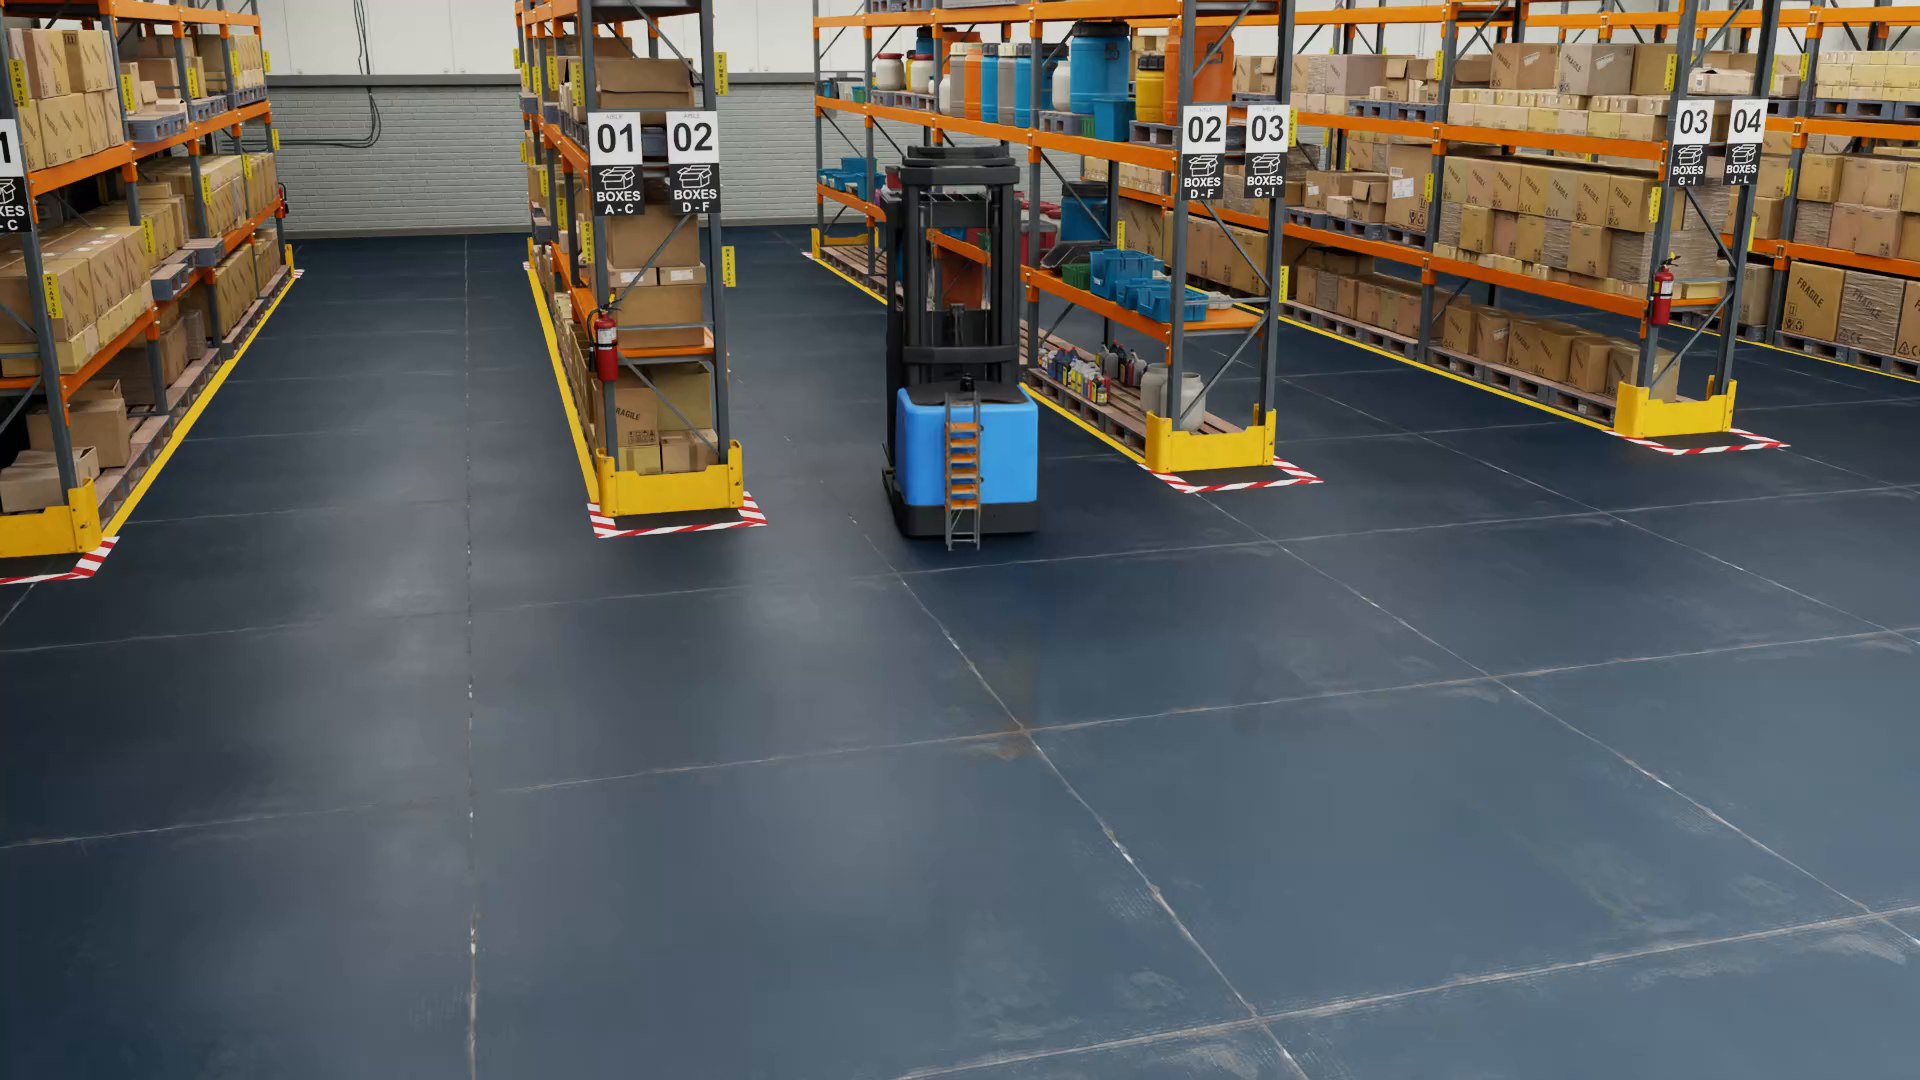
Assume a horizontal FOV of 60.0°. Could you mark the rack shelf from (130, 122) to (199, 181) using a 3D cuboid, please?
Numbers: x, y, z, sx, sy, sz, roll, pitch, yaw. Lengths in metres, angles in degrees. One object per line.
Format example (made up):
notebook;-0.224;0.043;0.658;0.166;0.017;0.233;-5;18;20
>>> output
rack shelf;-8.821;-4.081;17.359;1.077;0.370;4.000;-5;17;-15

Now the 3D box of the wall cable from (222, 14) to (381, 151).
wall cable;-12.780;-8.733;31.781;3.097;2.526;0.112;-5;17;-15

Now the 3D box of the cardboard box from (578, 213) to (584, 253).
cardboard box;-4.132;-3.519;19.281;0.500;0.500;0.500;-6;18;-18

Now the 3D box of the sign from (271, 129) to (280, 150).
sign;-11.044;-6.462;26.825;0.100;0.325;0.005;-5;17;-15

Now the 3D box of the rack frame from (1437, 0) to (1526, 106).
rack frame;6.016;-6.483;18.893;1.000;3.000;0.127;-5;17;-15

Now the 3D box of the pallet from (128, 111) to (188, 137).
pallet;-8.627;-4.248;16.992;1.213;0.211;1.003;-5;17;-15

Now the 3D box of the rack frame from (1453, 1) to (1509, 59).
rack frame;8.614;-9.060;27.473;1.000;3.000;0.127;-5;17;-15

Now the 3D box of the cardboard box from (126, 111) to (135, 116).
cardboard box;-8.514;-4.358;16.458;0.500;0.311;0.500;-4;17;-14

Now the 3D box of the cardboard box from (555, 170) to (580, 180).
cardboard box;-5.163;-4.806;22.834;0.700;0.500;0.500;-10;19;-29

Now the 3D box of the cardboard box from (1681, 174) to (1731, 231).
cardboard box;7.226;-3.347;16.450;0.500;0.500;0.500;-5;17;-15

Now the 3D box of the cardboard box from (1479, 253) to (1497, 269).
cardboard box;6.045;-3.129;18.590;0.380;0.149;0.250;-5;17;-15

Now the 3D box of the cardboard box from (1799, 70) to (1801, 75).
cardboard box;13.730;-7.427;26.752;0.396;0.266;0.258;-5;17;-17

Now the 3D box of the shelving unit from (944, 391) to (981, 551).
shelving unit;0.020;-0.519;12.595;0.258;1.200;0.189;-2;17;-7

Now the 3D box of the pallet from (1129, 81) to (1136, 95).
pallet;3.271;-7.781;28.582;1.003;0.211;1.213;-5;17;-15

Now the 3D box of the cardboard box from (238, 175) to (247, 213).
cardboard box;-10.101;-4.740;22.793;0.500;0.500;0.500;-5;17;-16

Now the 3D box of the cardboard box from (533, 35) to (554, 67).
cardboard box;-5.879;-7.136;24.367;0.700;0.500;0.500;-5;17;-15

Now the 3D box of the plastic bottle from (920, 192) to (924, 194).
plastic bottle;-0.516;-5.168;25.028;0.144;0.351;0.185;-5;17;-15

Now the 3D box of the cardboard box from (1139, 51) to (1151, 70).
cardboard box;3.401;-7.917;27.804;0.700;0.500;0.500;-4;17;-12

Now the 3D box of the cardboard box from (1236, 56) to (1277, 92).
cardboard box;4.358;-6.797;24.248;0.500;0.500;0.500;-4;17;-12

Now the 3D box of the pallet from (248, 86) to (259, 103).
pallet;-11.017;-6.606;24.671;1.003;0.211;1.213;-5;17;-15

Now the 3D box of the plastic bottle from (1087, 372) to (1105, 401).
plastic bottle;1.384;-1.564;16.913;0.152;0.276;0.135;-5;17;-15

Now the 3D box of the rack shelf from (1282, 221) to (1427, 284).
rack shelf;5.467;-3.819;21.702;1.077;0.370;4.000;-5;17;-15

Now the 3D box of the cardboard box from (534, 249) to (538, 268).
cardboard box;-6.656;-4.592;27.039;0.500;0.250;0.500;-5;17;-15

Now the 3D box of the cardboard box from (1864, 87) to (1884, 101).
cardboard box;10.795;-5.202;19.375;0.380;0.149;0.250;-5;17;-16

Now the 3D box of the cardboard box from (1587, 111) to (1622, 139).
cardboard box;6.599;-4.120;16.499;0.500;0.250;0.500;-5;17;-15

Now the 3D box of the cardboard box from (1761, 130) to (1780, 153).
cardboard box;13.641;-6.569;27.694;0.500;0.500;0.500;-5;17;-16

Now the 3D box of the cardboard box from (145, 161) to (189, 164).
cardboard box;-10.301;-4.777;21.612;0.500;0.250;0.500;-5;18;-17

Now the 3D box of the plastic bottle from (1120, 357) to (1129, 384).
plastic bottle;1.758;-1.815;17.738;0.061;0.283;0.133;-5;17;-15

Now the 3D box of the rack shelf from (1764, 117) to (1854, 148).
rack shelf;10.263;-5.620;22.482;1.077;0.370;4.000;-5;17;-15

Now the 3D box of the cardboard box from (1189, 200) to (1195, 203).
cardboard box;3.843;-5.585;26.157;0.500;0.500;0.500;-5;17;-15

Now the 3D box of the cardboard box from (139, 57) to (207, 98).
cardboard box;-10.119;-5.942;21.368;0.700;0.500;0.500;-5;17;-16

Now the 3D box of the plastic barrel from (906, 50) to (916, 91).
plastic barrel;-0.499;-6.923;24.514;0.600;0.588;0.600;0;17;0

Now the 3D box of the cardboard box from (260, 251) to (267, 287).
cardboard box;-10.712;-4.006;24.690;0.700;0.500;0.500;-5;17;-16

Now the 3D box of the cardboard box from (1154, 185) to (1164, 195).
cardboard box;3.419;-5.761;27.354;0.380;0.149;0.250;-5;17;-15

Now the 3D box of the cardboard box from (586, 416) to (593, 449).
cardboard box;-3.130;-1.006;15.138;0.500;0.250;0.500;-5;17;-15

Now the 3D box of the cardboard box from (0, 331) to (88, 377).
cardboard box;-7.001;-1.427;12.714;0.500;0.250;0.500;-5;17;-17

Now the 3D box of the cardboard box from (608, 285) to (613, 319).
cardboard box;-2.675;-2.044;14.370;0.700;0.500;0.500;-4;17;-14

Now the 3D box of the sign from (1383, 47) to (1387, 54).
sign;8.054;-9.193;31.588;0.100;0.325;0.005;-5;17;-15

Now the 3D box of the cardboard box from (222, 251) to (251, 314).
cardboard box;-9.919;-3.405;22.079;0.750;0.750;0.750;-4;17;-14

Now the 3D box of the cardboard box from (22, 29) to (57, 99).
cardboard box;-7.134;-3.570;12.463;0.500;0.500;0.500;-5;17;-16

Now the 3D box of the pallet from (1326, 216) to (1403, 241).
pallet;5.500;-4.080;21.655;1.003;0.211;1.213;-5;17;-15

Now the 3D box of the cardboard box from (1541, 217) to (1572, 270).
cardboard box;6.642;-3.119;17.430;0.875;0.500;0.500;-5;17;-15

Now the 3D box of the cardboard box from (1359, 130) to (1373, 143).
cardboard box;7.650;-7.533;30.387;0.500;0.500;0.500;-5;17;-16

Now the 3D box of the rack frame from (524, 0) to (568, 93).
rack frame;-5.708;-7.914;23.656;1.000;3.000;0.127;-5;17;-15

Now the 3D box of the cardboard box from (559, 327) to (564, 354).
cardboard box;-4.460;-2.368;19.672;0.500;0.250;0.500;-5;17;-17

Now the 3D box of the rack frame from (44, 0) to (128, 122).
rack frame;-8.272;-5.308;14.982;1.000;3.000;0.127;-5;17;-15

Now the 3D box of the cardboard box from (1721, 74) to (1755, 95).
cardboard box;10.262;-5.912;21.563;0.500;0.250;0.500;-5;17;-16

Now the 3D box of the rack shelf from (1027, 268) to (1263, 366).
rack shelf;1.804;-2.321;16.715;1.077;0.370;4.000;-5;17;-15

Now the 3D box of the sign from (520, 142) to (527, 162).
sign;-7.329;-6.519;27.935;0.100;0.325;0.005;-5;17;-15

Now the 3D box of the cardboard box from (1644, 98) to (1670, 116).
cardboard box;6.739;-4.112;15.779;0.380;0.149;0.250;-5;17;-15

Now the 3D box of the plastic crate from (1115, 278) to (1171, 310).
plastic crate;1.755;-2.336;15.772;0.499;0.251;0.408;-5;17;-15

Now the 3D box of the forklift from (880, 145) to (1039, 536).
forklift;-0.083;-1.813;13.892;1.130;2.935;3.031;-2;17;-7

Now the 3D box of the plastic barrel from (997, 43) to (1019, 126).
plastic barrel;0.726;-5.200;18.963;0.600;0.901;0.600;0;17;0

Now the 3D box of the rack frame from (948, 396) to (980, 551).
rack frame;0.031;-0.493;12.508;0.240;1.200;0.006;-2;17;-7

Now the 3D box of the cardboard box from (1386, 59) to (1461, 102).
cardboard box;5.723;-5.696;20.576;0.797;0.503;0.637;-4;17;-13

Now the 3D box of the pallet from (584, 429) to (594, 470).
pallet;-2.992;-0.931;15.685;1.003;0.211;1.213;-5;17;-15

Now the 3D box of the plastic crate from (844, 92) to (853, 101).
plastic crate;-1.660;-7.063;26.497;0.293;0.136;0.466;-5;17;-15

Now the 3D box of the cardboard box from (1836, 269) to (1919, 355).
cardboard box;11.170;-2.729;19.787;0.875;0.875;0.875;-5;17;-15
